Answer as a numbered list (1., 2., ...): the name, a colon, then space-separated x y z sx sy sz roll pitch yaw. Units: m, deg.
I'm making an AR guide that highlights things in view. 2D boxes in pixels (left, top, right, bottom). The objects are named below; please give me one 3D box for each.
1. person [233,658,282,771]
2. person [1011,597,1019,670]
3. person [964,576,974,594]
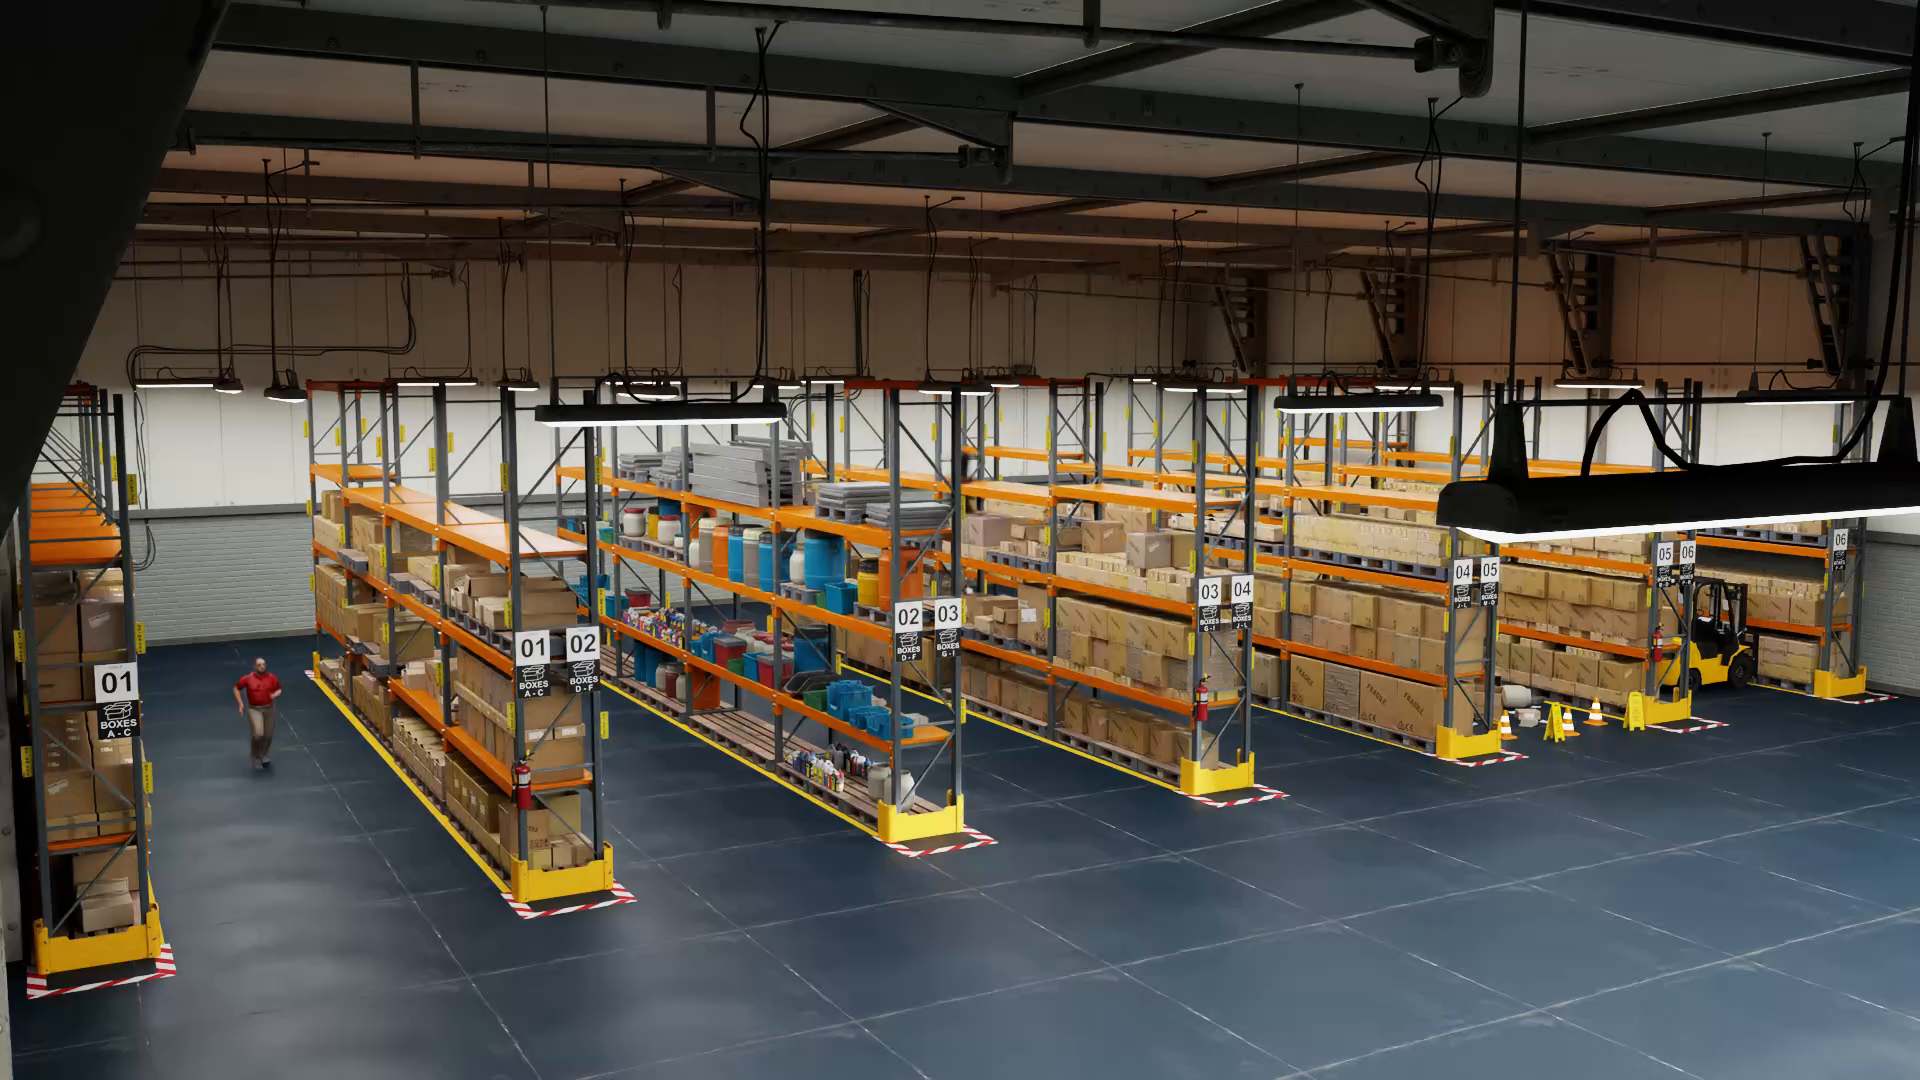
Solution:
1. person: -10.922 2.727 25.986 0.659 1.767 0.725 -5 8 -38
2. person: 1.142 1.972 33.125 0.567 1.718 0.694 -4 7 -36
3. person: 0.084 1.630 36.059 0.695 1.744 0.648 -4 7 -34
